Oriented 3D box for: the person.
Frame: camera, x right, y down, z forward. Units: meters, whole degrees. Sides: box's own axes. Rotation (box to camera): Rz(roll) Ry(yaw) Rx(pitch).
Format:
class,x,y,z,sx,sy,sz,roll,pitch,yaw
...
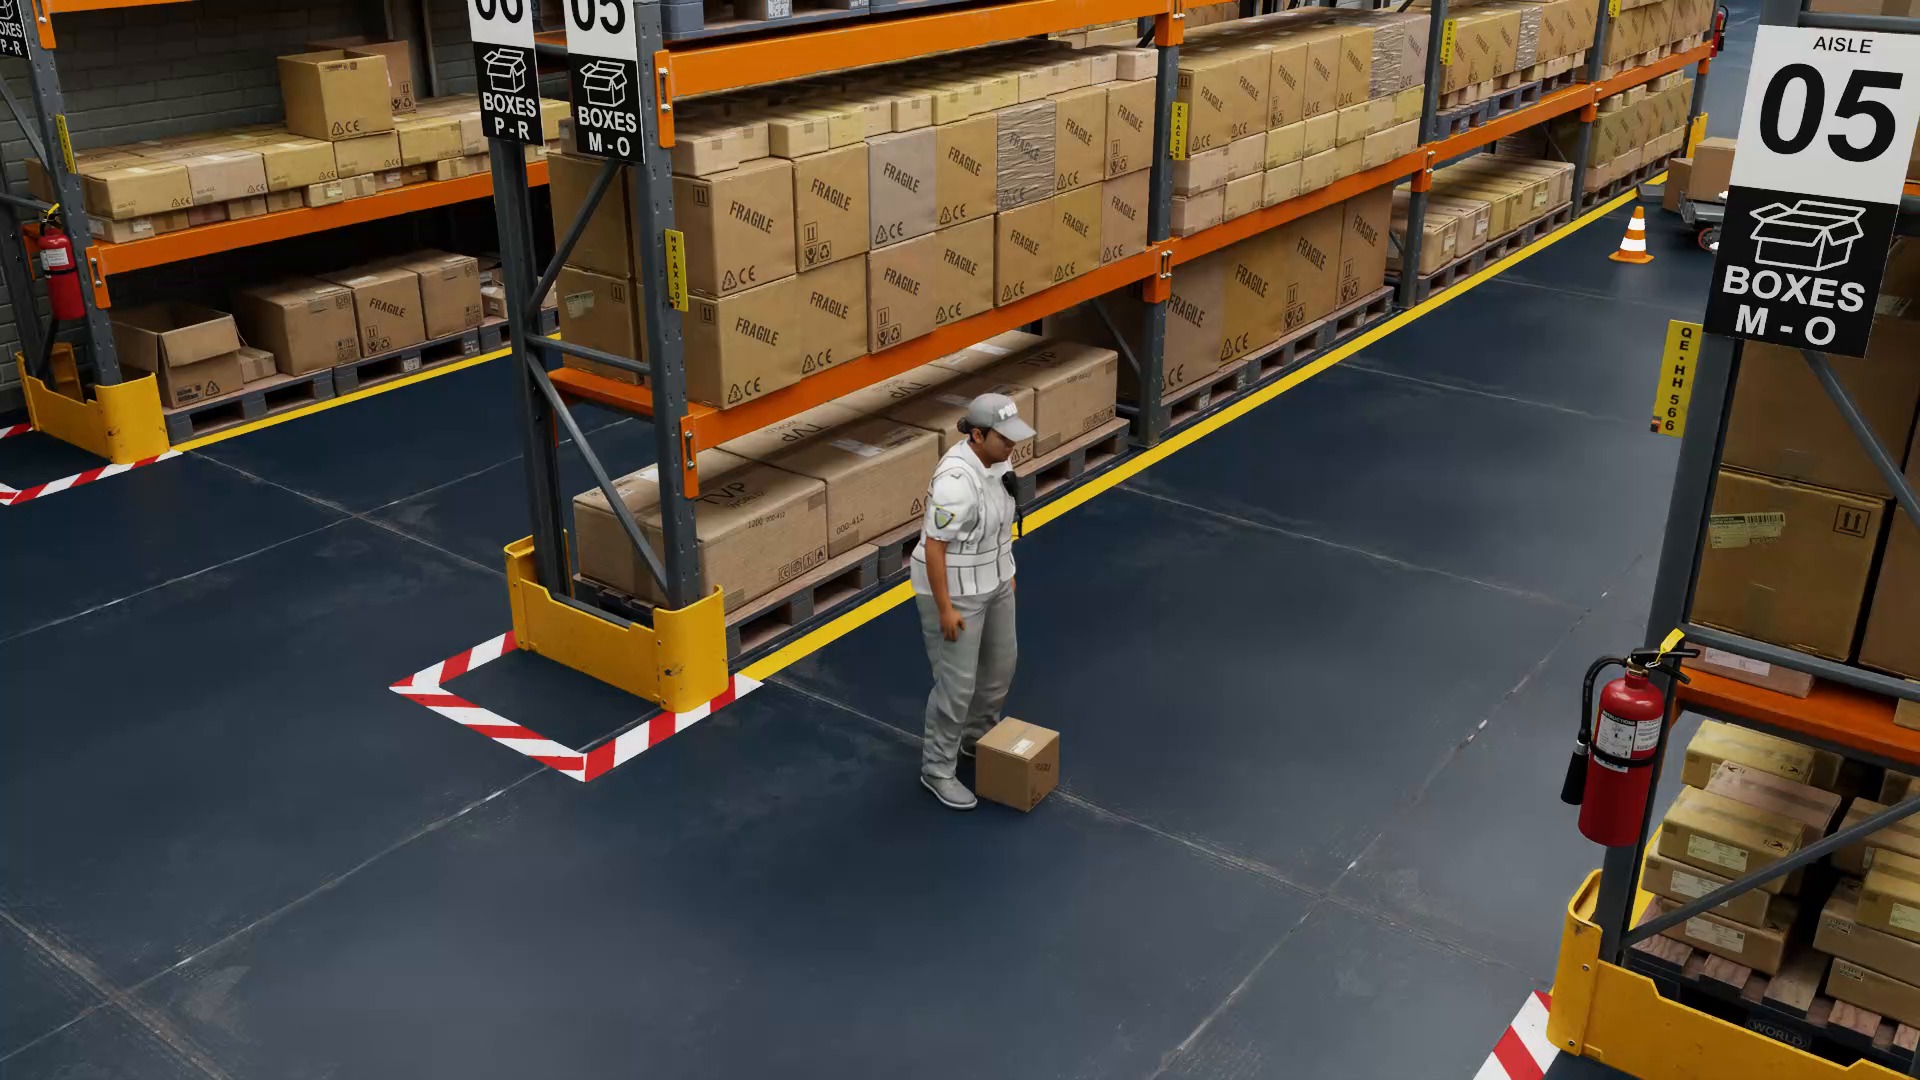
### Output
class,x,y,z,sx,sy,sz,roll,pitch,yaw
person,0.057,0.211,6.611,0.469,1.666,0.563,15,28,30
